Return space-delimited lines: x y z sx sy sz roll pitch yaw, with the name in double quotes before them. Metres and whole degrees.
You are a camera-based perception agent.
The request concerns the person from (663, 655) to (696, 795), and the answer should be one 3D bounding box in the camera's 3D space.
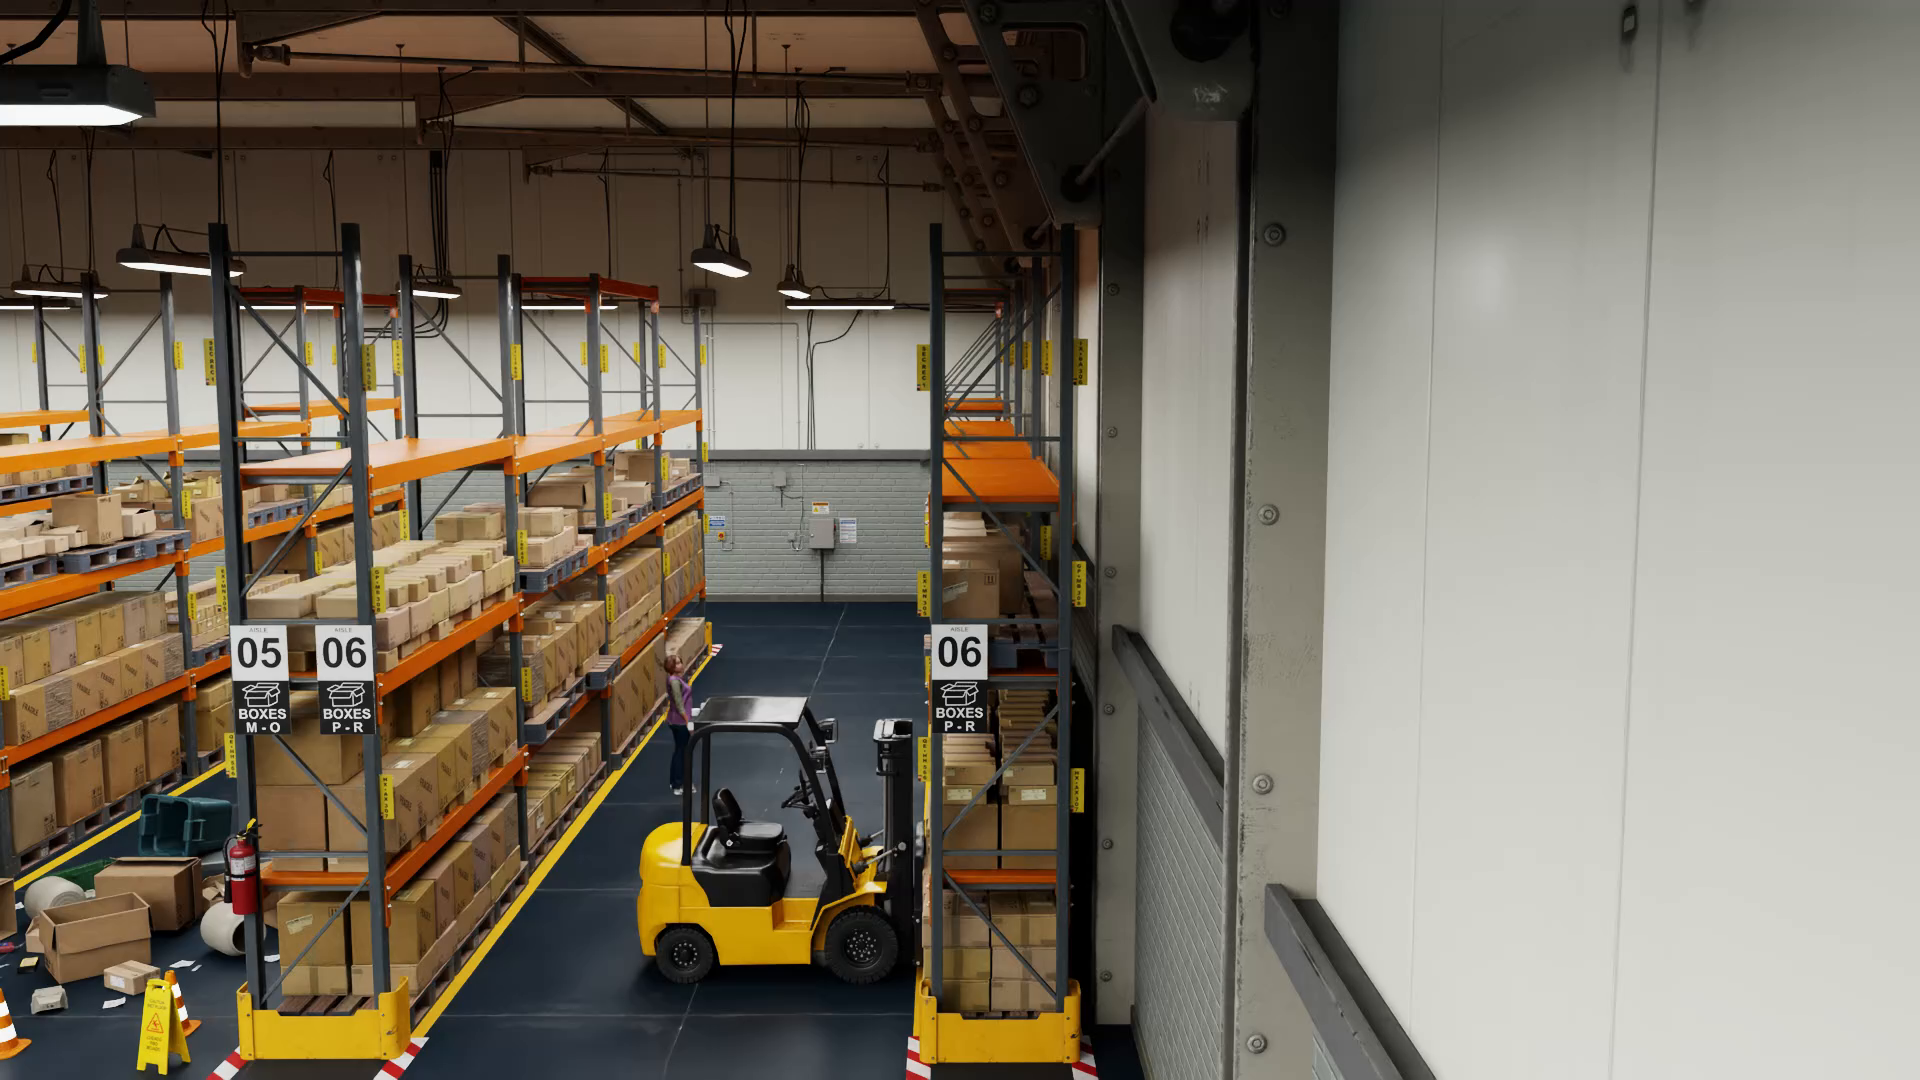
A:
"person" -3.169 2.107 18.883 0.336 1.616 0.455 -4 8 -28
